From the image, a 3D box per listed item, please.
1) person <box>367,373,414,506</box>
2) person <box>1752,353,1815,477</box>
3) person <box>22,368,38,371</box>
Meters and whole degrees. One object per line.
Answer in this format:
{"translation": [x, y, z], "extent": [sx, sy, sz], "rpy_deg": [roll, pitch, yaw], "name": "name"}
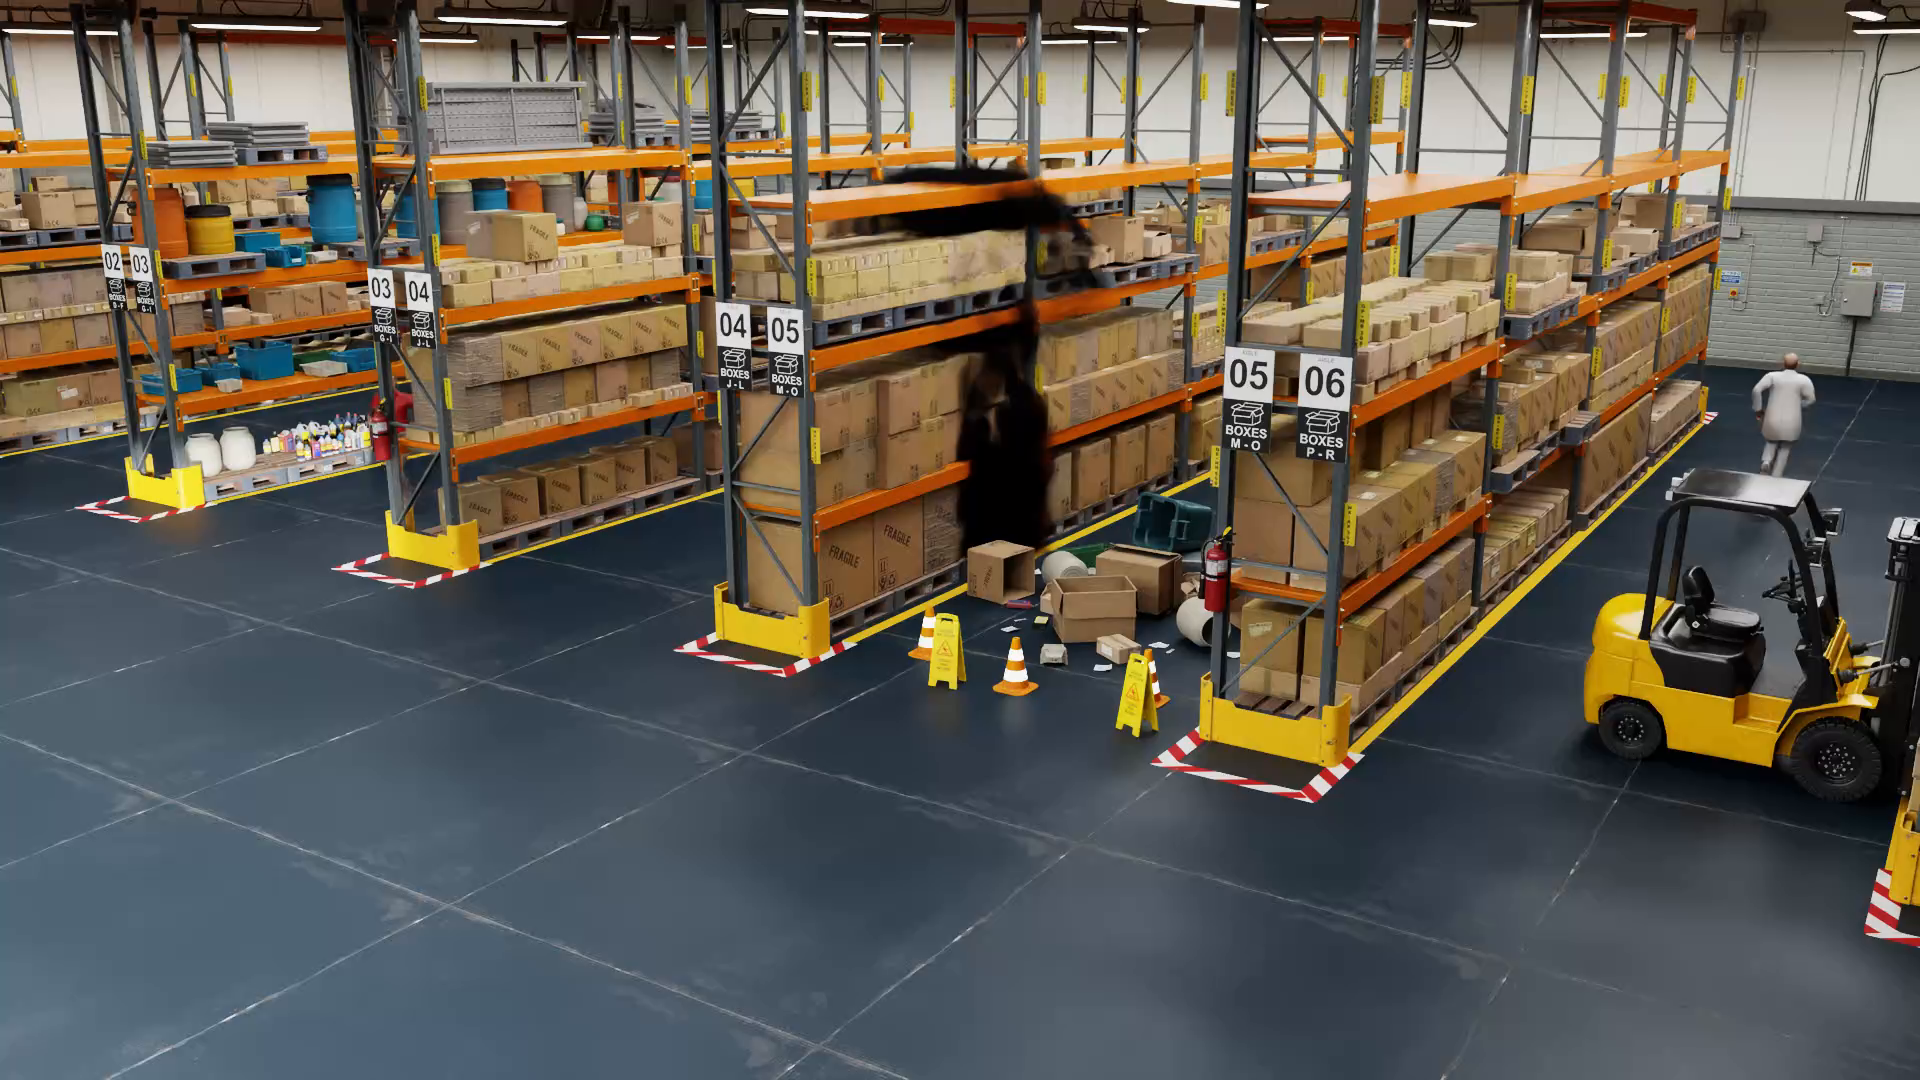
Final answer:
{"translation": [-6.850, -1.137, 20.146], "extent": [0.635, 1.795, 0.765], "rpy_deg": [5, 16, 18], "name": "person"}
{"translation": [10.671, -1.565, 21.608], "extent": [0.737, 1.729, 0.637], "rpy_deg": [9, 18, 29], "name": "person"}
{"translation": [-14.430, -2.784, 25.955], "extent": [0.628, 1.832, 0.841], "rpy_deg": [9, 18, 28], "name": "person"}
